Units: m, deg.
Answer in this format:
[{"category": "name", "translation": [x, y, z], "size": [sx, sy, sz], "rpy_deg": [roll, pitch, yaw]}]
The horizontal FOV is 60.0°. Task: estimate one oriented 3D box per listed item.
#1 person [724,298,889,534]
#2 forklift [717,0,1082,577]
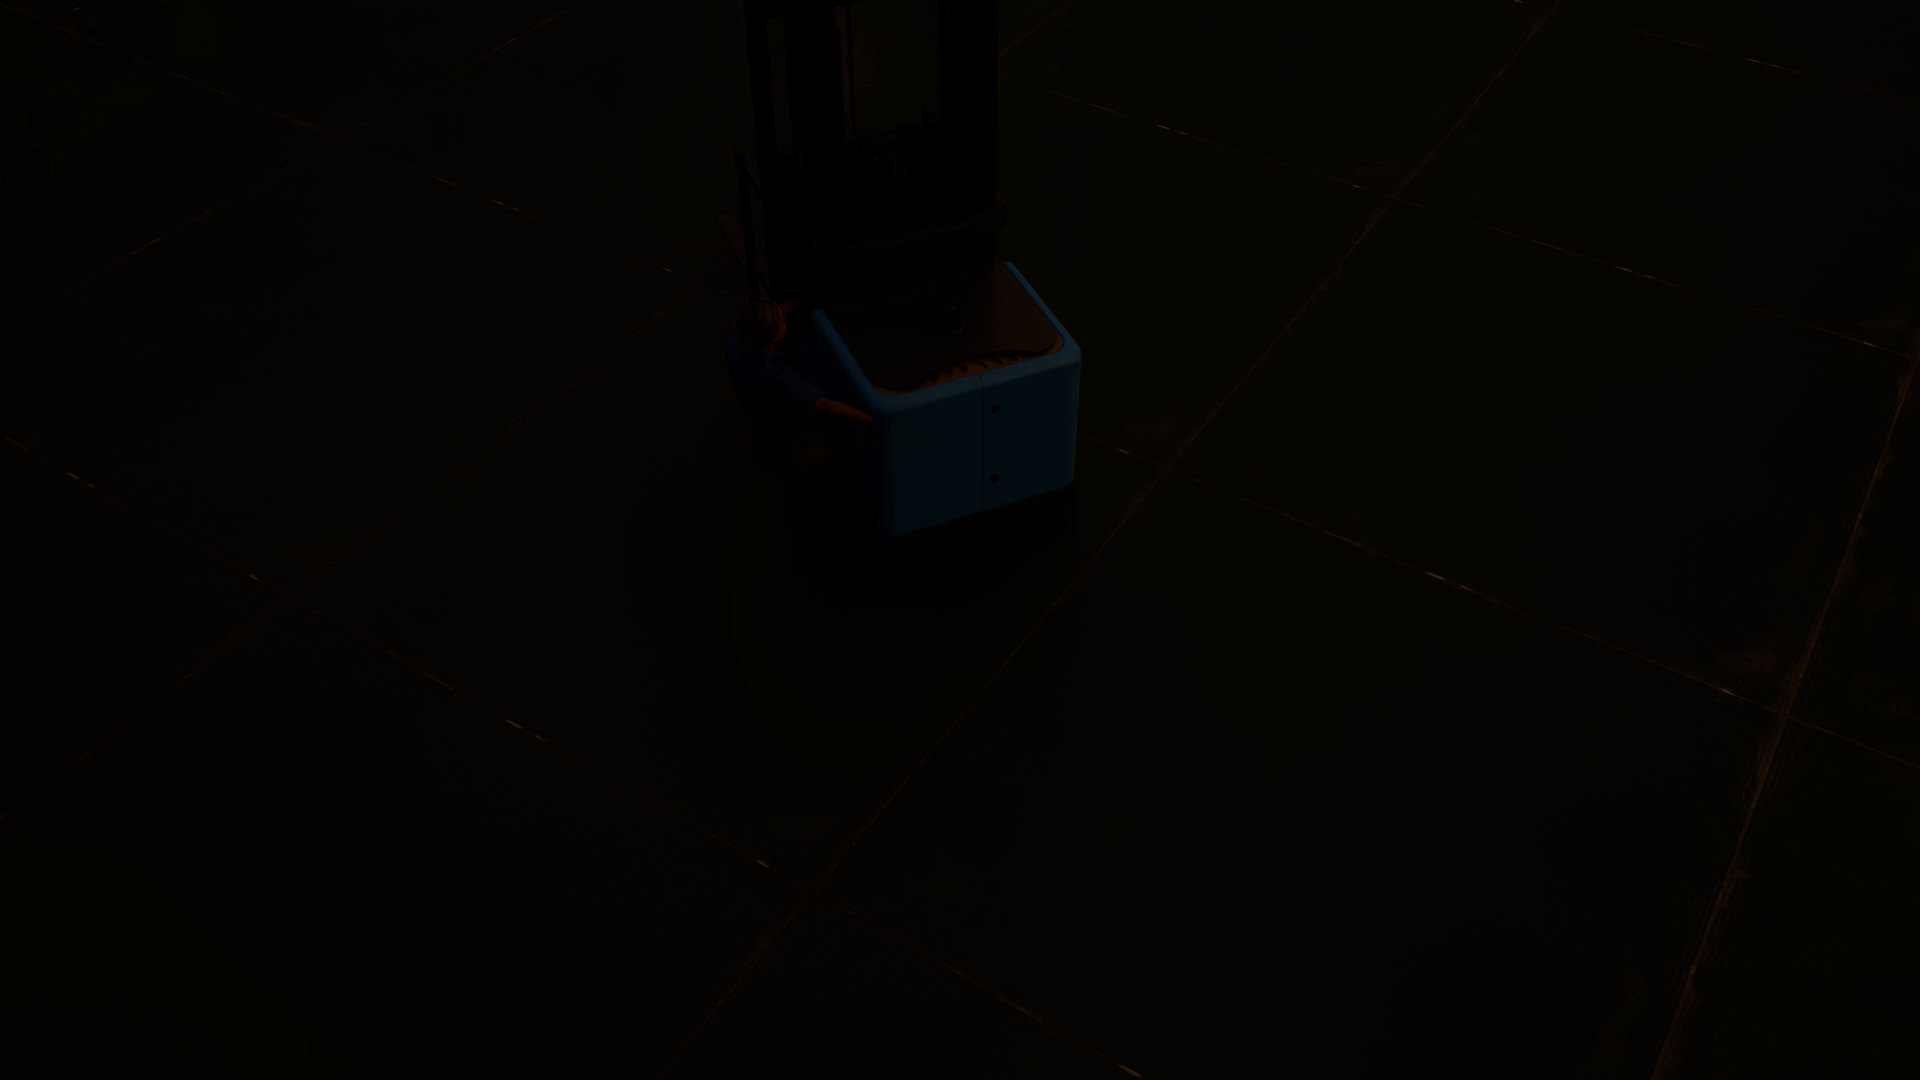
[{"category": "person", "translation": [-0.608, -0.566, 7.536], "size": [0.964, 1.418, 0.801], "rpy_deg": [30, 51, 28]}, {"category": "forklift", "translation": [-0.497, -1.916, 7.869], "size": [1.130, 2.935, 3.031], "rpy_deg": [-17, 46, -17]}]
